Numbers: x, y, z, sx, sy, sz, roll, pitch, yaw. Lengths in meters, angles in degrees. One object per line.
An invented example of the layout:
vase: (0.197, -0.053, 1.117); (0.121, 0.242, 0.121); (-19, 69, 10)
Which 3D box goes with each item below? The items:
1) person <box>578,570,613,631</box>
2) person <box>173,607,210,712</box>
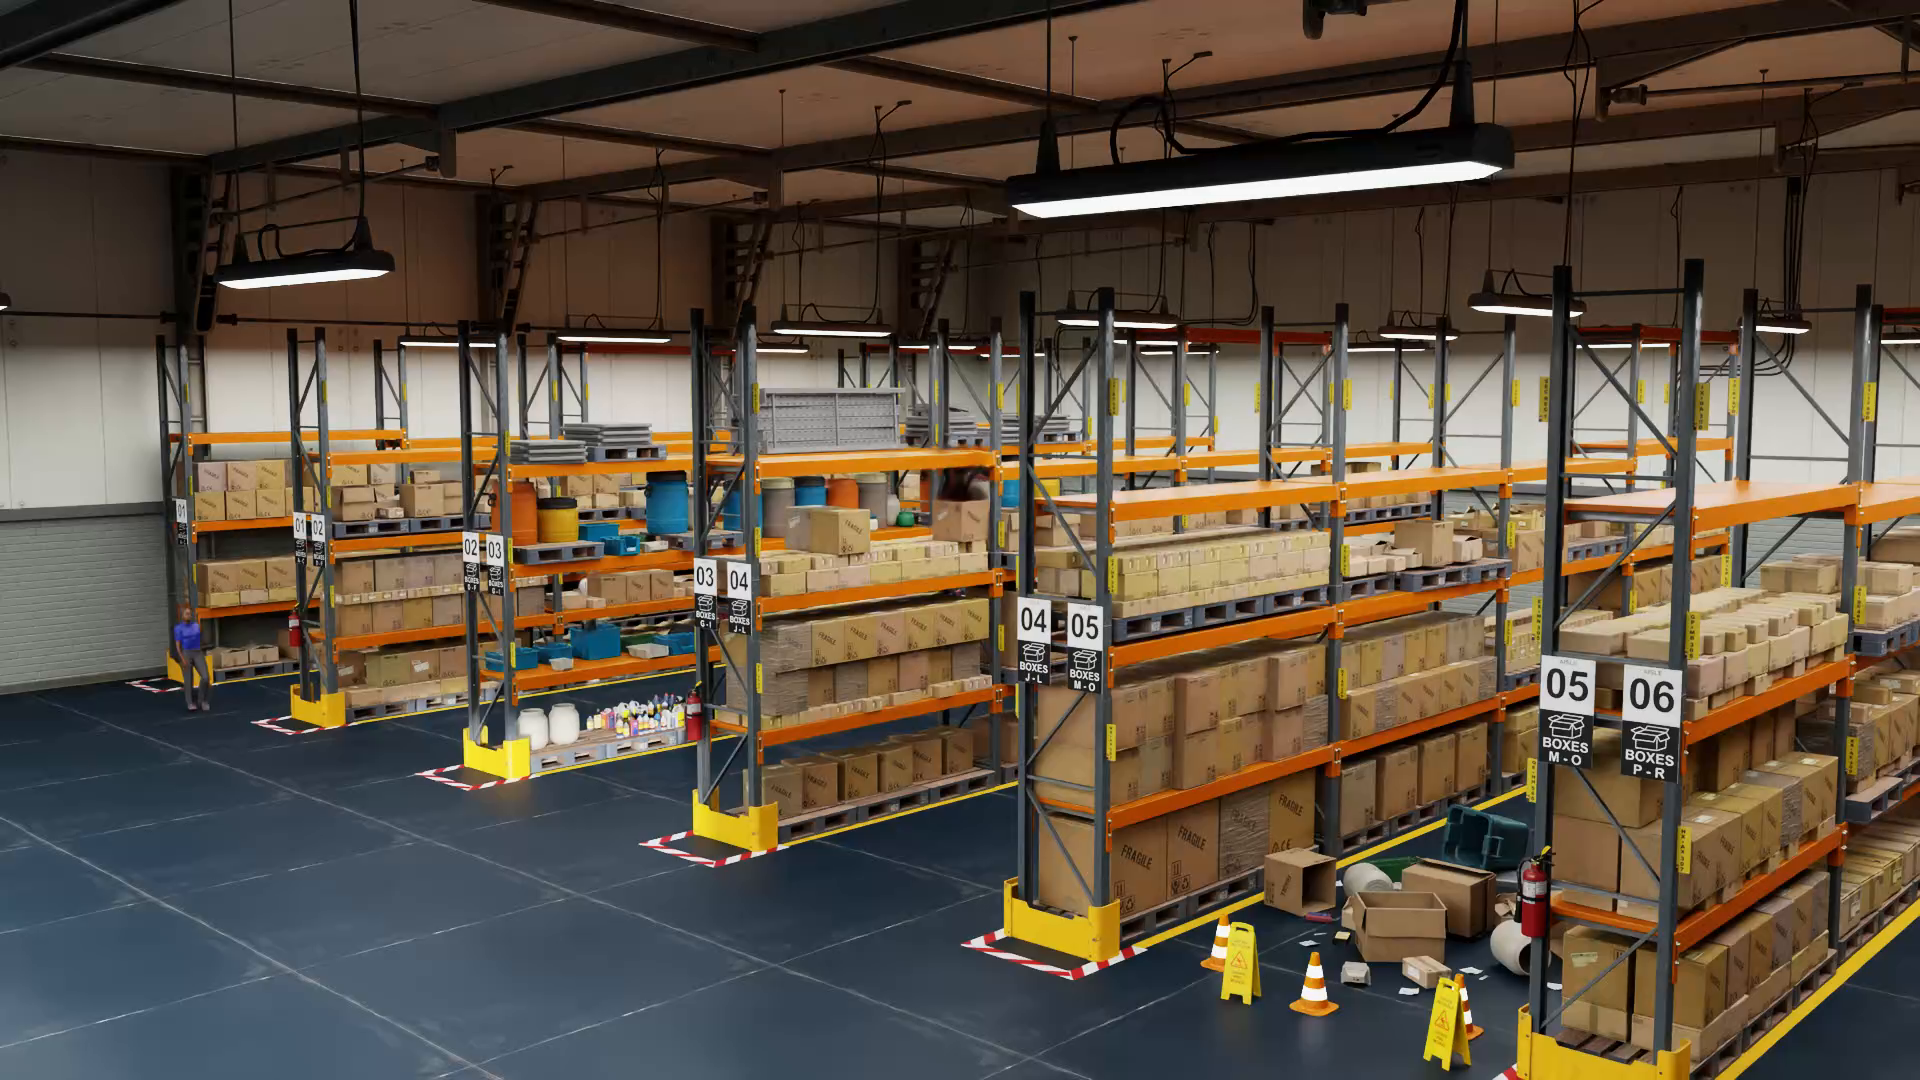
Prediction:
person: (-6.955, 1.324, 31.697); (0.721, 1.743, 0.981); (0, 5, 5)
person: (-12.112, 1.886, 26.187); (0.463, 1.674, 0.495); (-4, 7, -37)
